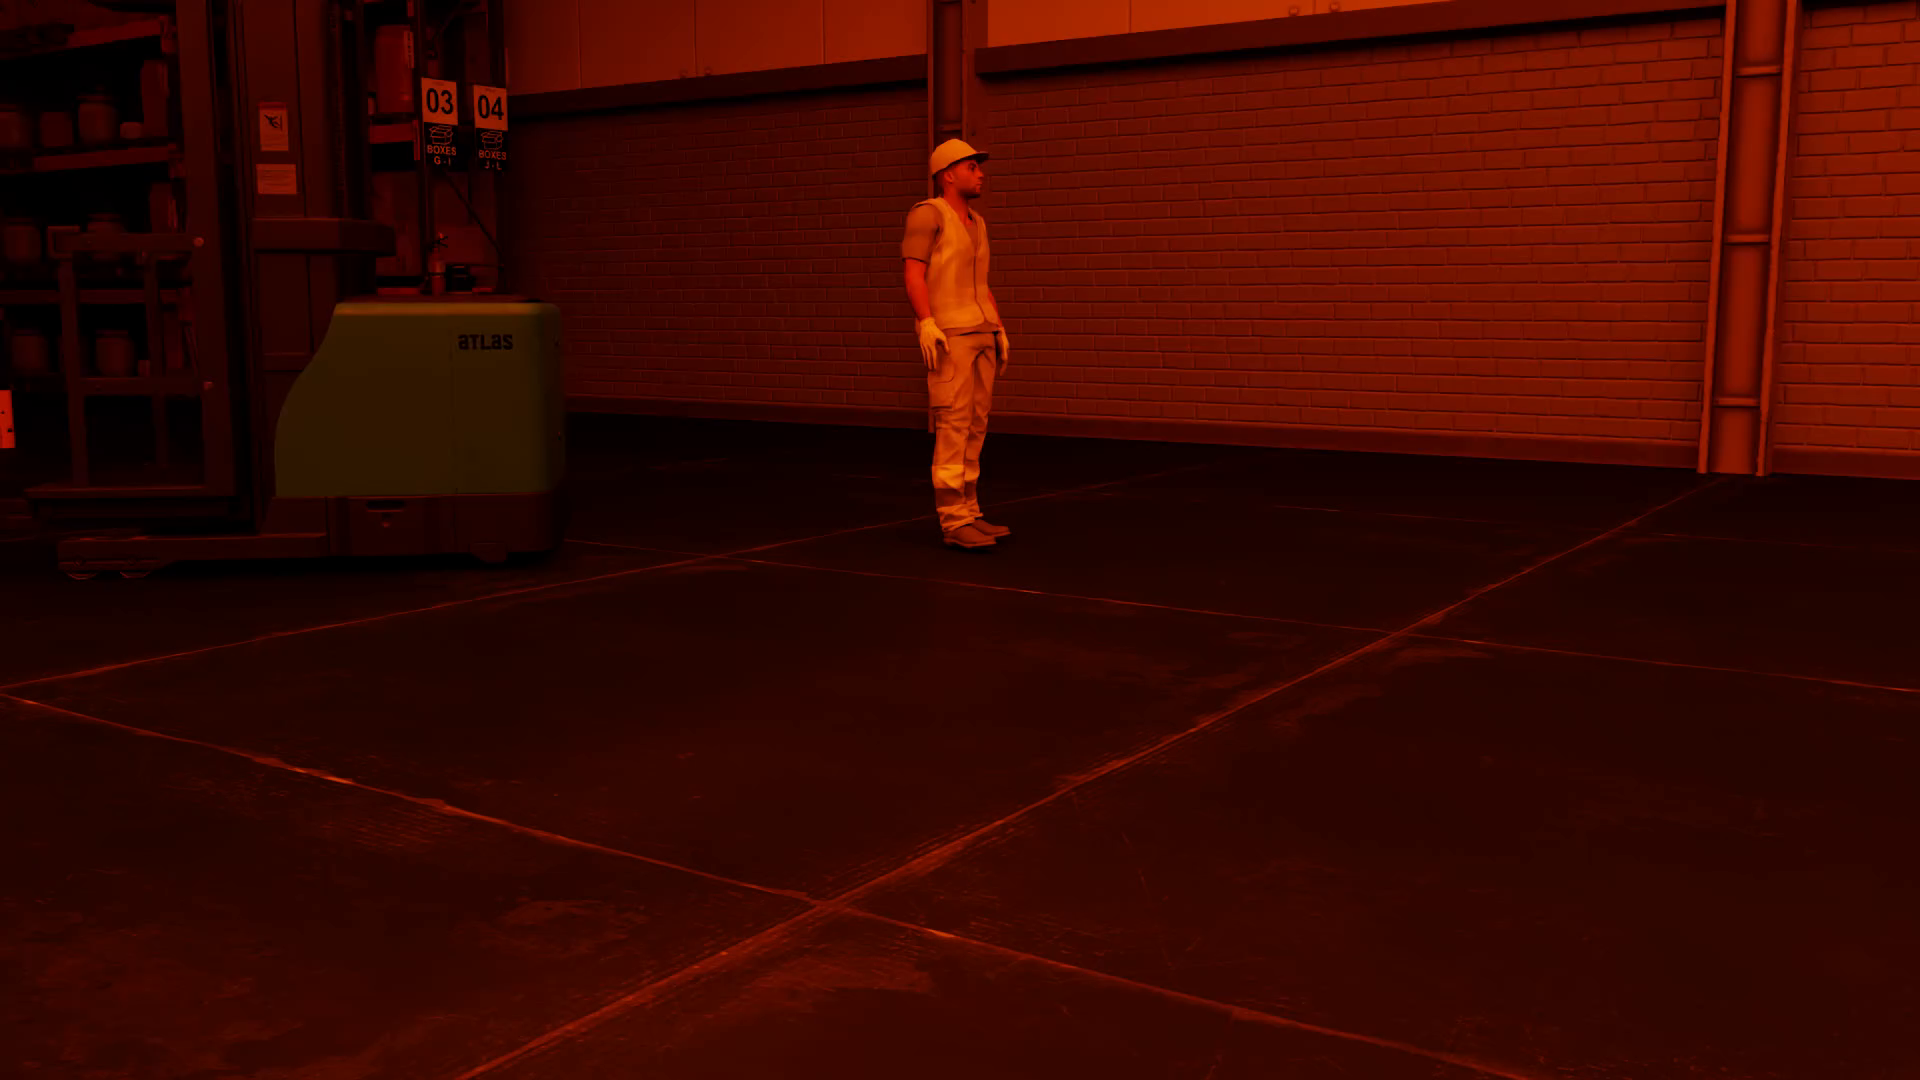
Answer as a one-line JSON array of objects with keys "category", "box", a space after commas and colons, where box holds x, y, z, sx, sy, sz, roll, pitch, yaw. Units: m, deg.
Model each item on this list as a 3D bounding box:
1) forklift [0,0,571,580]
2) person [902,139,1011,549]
[{"category": "forklift", "box": [-3.234, -1.375, 6.859, 3.031, 2.935, 1.130, -1, 8, -9]}, {"category": "person", "box": [0.060, -0.885, 7.422, 0.562, 1.790, 0.637, 5, 10, 34]}]
